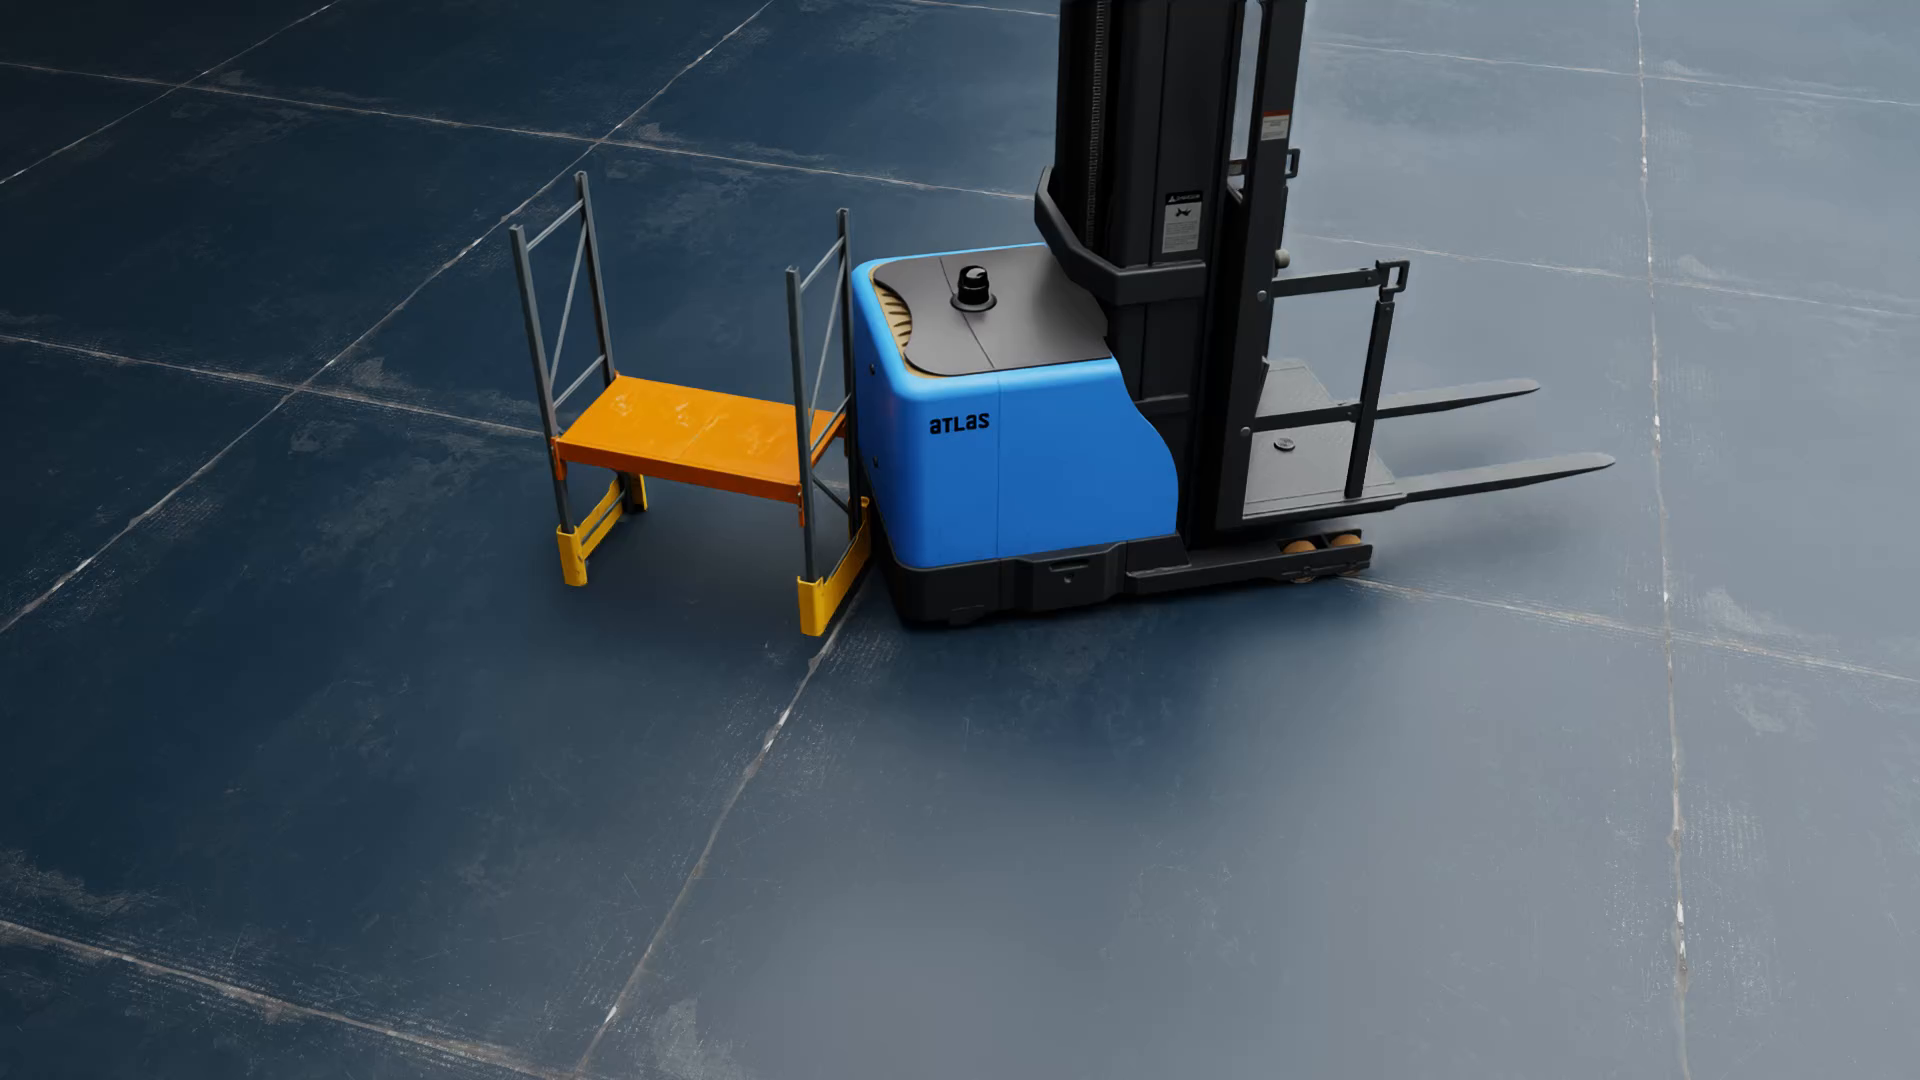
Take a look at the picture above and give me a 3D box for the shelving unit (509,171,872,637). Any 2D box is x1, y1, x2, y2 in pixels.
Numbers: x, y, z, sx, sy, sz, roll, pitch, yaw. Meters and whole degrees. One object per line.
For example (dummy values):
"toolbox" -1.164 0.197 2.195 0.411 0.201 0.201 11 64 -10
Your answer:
"shelving unit" -0.953 -0.499 6.163 1.083 1.500 0.587 11 38 14

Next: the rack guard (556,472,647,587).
"rack guard" -1.427 -0.086 6.656 0.087 0.250 0.587 11 38 14

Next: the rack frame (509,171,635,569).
"rack frame" -1.446 -0.593 6.290 0.032 1.500 0.500 11 38 14

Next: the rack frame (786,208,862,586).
"rack frame" -0.477 -0.409 6.040 0.032 1.500 0.500 11 38 14

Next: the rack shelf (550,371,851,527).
"rack shelf" -0.962 -0.356 6.272 1.000 0.185 0.538 11 38 14

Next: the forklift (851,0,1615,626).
"forklift" 1.136 -1.309 6.056 3.031 2.935 1.130 -8 37 -10

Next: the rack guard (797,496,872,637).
"rack guard" -0.479 0.094 6.411 0.087 0.250 0.587 11 38 14
